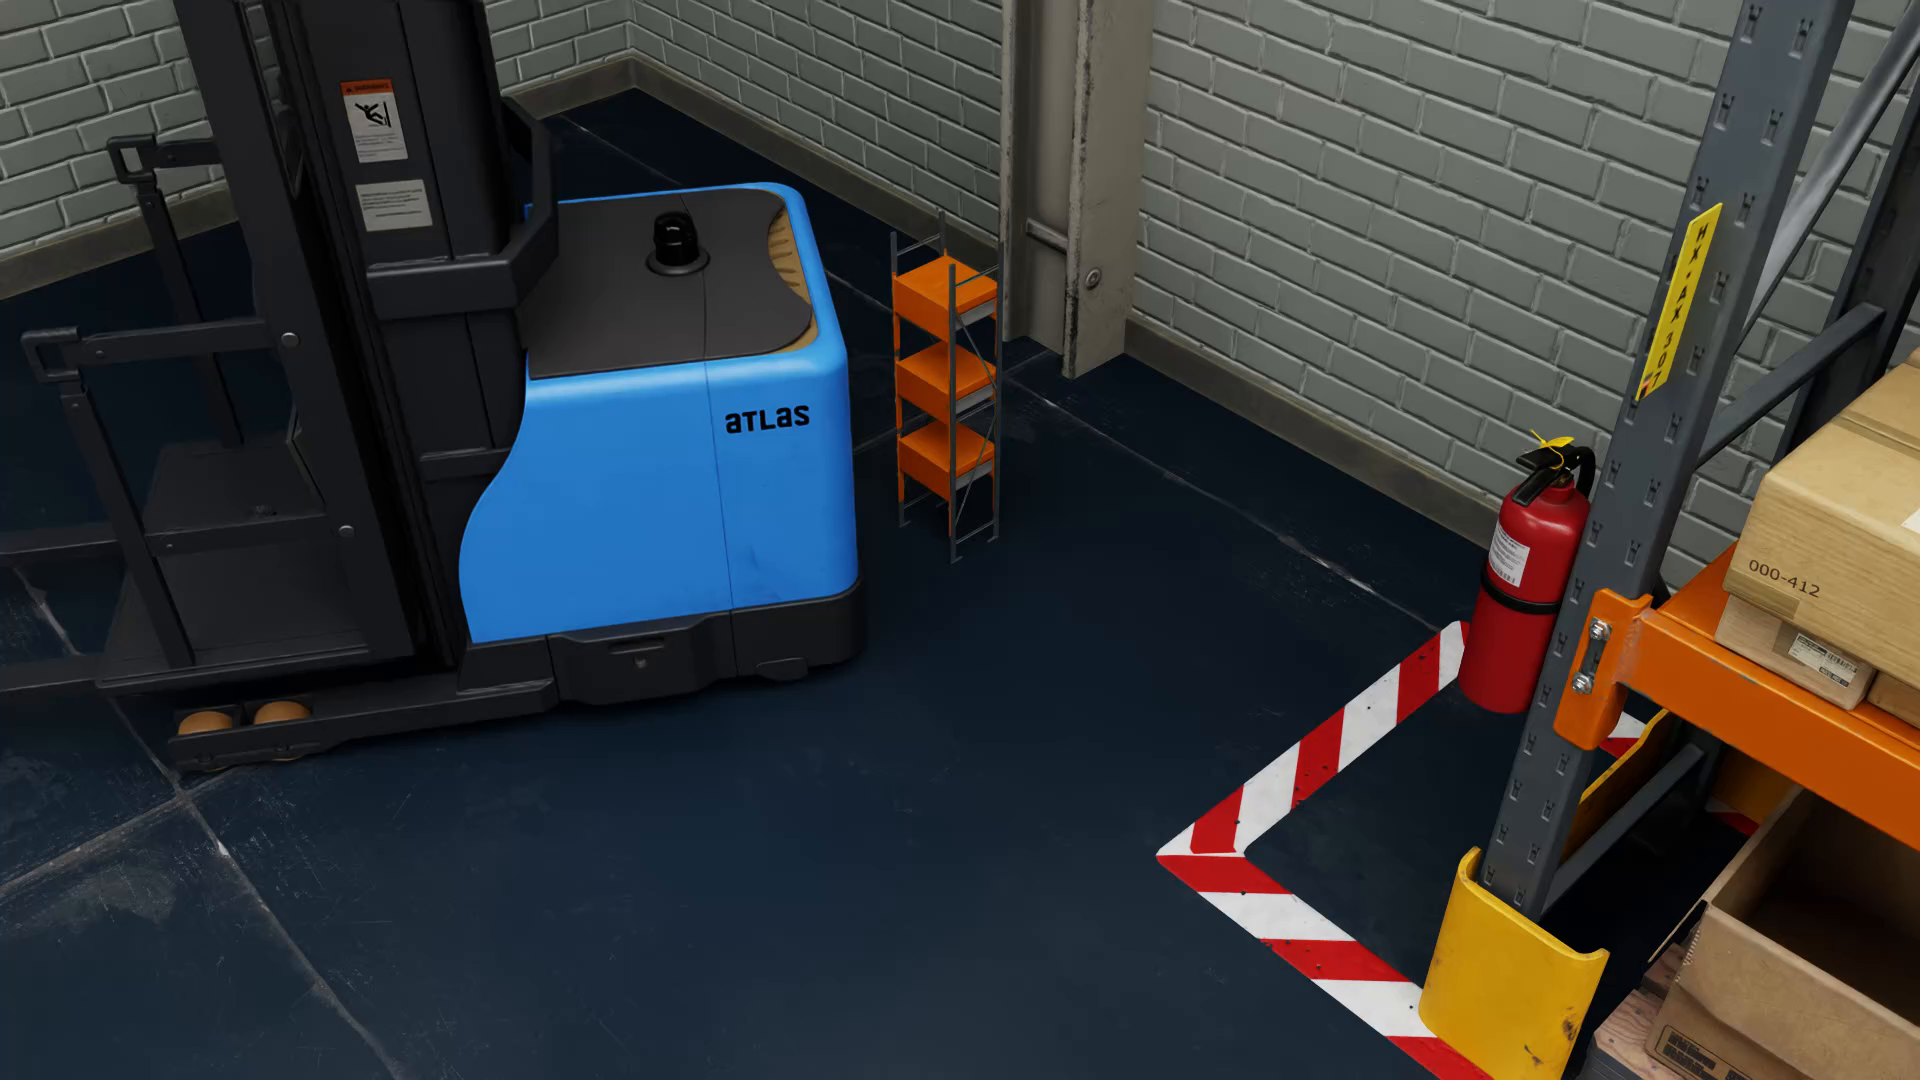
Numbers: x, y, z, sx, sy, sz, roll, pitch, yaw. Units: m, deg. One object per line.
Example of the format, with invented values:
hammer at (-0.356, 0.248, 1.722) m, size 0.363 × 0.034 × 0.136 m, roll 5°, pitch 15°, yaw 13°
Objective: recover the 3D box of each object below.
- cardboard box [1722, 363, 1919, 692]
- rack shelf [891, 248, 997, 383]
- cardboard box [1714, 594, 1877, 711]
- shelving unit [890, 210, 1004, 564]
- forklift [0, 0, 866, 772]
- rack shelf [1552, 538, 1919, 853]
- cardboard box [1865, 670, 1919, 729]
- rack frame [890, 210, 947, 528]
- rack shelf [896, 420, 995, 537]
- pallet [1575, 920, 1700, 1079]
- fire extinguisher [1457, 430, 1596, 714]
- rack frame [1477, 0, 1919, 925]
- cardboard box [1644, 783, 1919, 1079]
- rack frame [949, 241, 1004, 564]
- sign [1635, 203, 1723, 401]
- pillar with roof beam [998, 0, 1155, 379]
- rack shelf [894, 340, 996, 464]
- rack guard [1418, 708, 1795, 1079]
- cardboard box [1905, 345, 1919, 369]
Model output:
cardboard box at (1.647, 0.000, 2.745) m, size 0.500 × 0.250 × 0.500 m, roll -30°, pitch 47°, yaw -32°
rack shelf at (-0.036, -0.646, 4.779) m, size 0.215 × 0.259 × 0.240 m, roll -30°, pitch 48°, yaw -32°
cardboard box at (1.559, 0.099, 2.940) m, size 0.380 × 0.149 × 0.250 m, roll -30°, pitch 48°, yaw -32°
shelving unit at (-0.036, -0.433, 4.951) m, size 0.215 × 1.050 × 0.252 m, roll -30°, pitch 48°, yaw -32°
forklift at (-1.840, -0.880, 4.006) m, size 3.031 × 2.935 × 1.130 m, roll -7°, pitch 40°, yaw -9°
rack shelf at (2.891, 0.938, 2.273) m, size 1.077 × 0.370 × 4.000 m, roll -30°, pitch 48°, yaw -32°
cardboard box at (1.765, 0.197, 2.818) m, size 0.380 × 0.149 × 0.250 m, roll -29°, pitch 47°, yaw -31°
rack frame at (-0.119, -0.490, 5.021) m, size 0.200 × 1.050 × 0.008 m, roll -30°, pitch 48°, yaw -32°
rack shelf at (-0.036, -0.209, 5.132) m, size 0.215 × 0.259 × 0.240 m, roll -30°, pitch 48°, yaw -32°
pallet at (2.130, 1.222, 3.570) m, size 1.003 × 0.211 × 1.213 m, roll -30°, pitch 48°, yaw -32°
fire extinguisher at (1.099, 0.036, 3.176) m, size 0.296 × 0.674 × 0.183 m, roll -30°, pitch 48°, yaw -32°
rack frame at (1.539, -0.267, 3.193) m, size 1.000 × 3.000 × 0.127 m, roll -30°, pitch 48°, yaw -32°
cardboard box at (1.883, 0.864, 3.445) m, size 0.797 × 0.503 × 0.637 m, roll -32°, pitch 49°, yaw -33°
rack frame at (0.046, -0.377, 4.881) m, size 0.200 × 1.050 × 0.008 m, roll -30°, pitch 48°, yaw -32°
sign at (1.139, -0.373, 2.636) m, size 0.100 × 0.325 × 0.005 m, roll -30°, pitch 48°, yaw -32°
pillar with roof beam at (-2.792, -2.402, 1.063) m, size 9.100 × 9.000 × 0.400 m, roll -30°, pitch 48°, yaw -32°
rack shelf at (-0.036, -0.425, 4.957) m, size 0.215 × 0.259 × 0.240 m, roll -30°, pitch 48°, yaw -32°
rack guard at (1.590, 0.741, 3.935) m, size 1.175 × 0.500 × 0.348 m, roll -30°, pitch 48°, yaw -32°
cardboard box at (2.045, -0.224, 3.023) m, size 0.500 × 0.250 × 0.500 m, roll -29°, pitch 47°, yaw -31°
